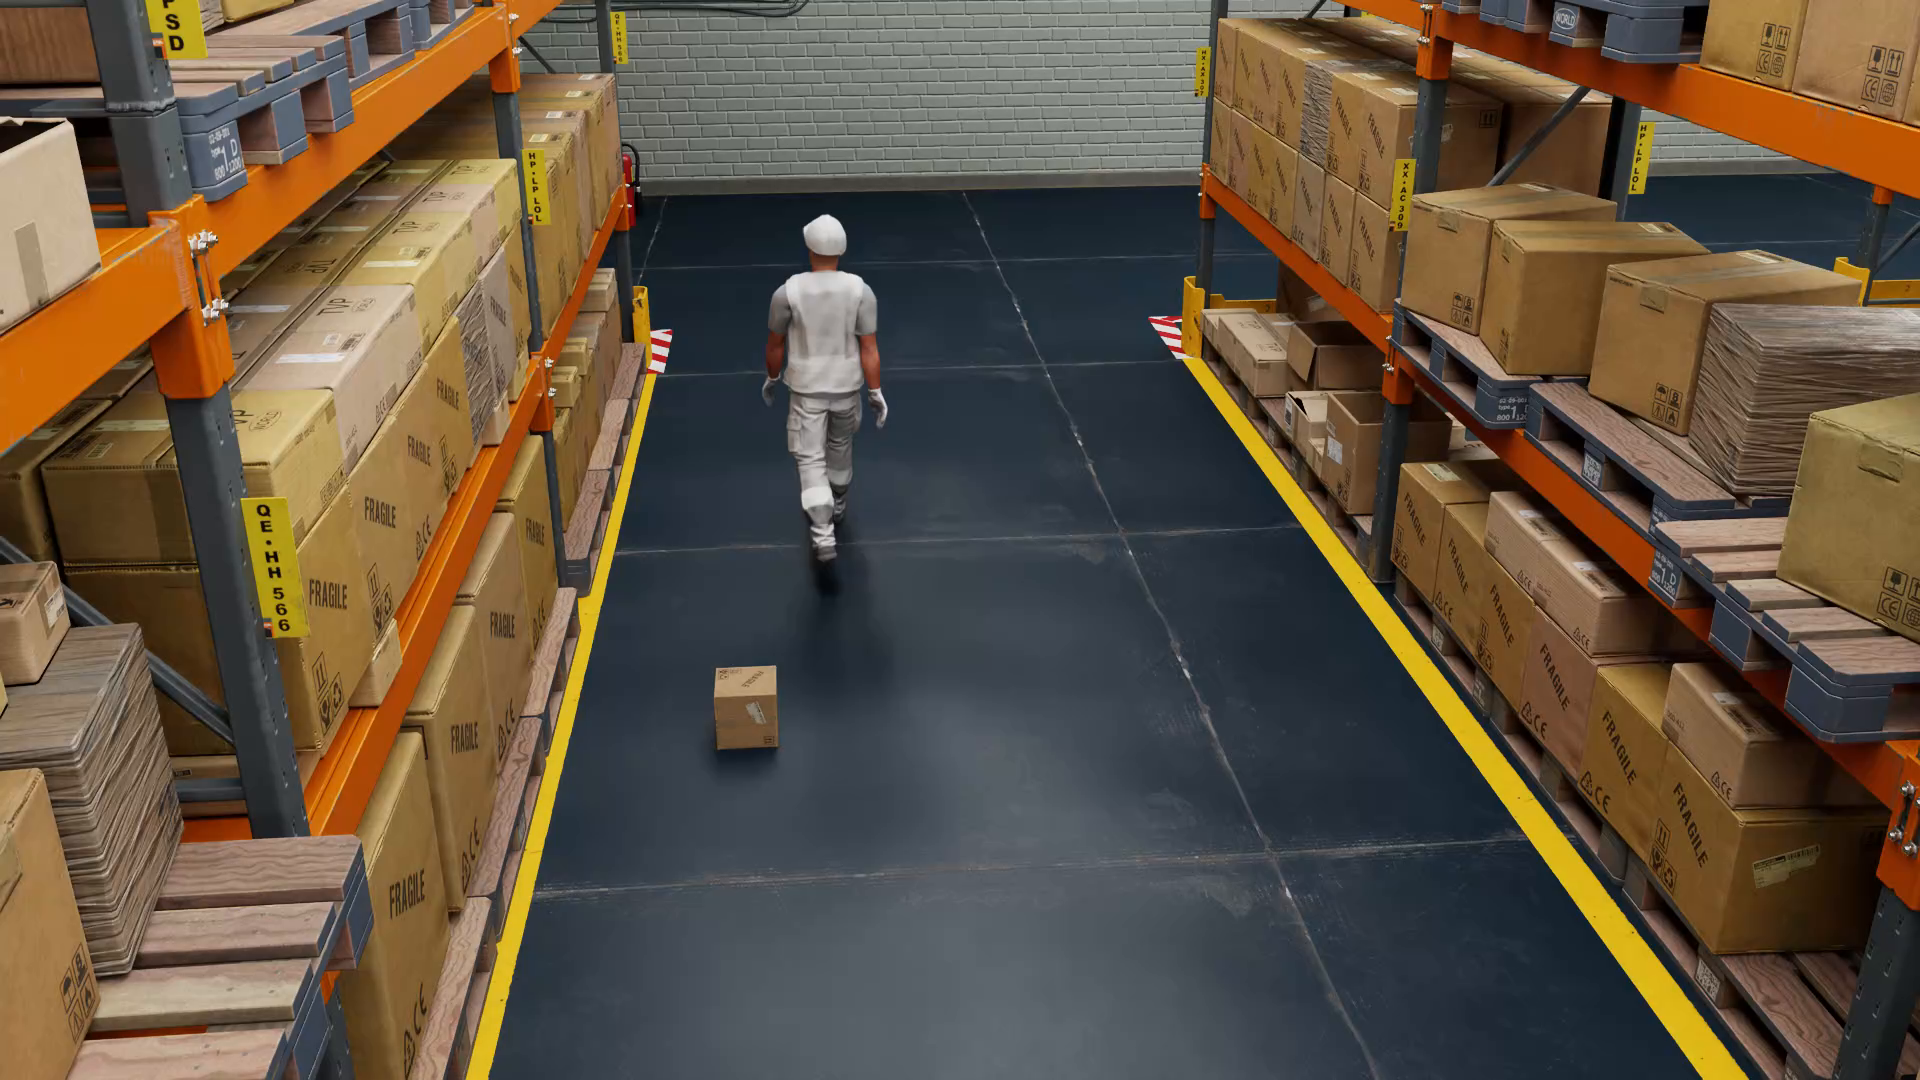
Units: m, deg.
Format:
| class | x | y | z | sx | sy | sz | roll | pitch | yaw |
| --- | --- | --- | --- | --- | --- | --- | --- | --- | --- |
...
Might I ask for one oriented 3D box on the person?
| class | x | y | z | sx | sy | sz | roll | pitch | yaw |
| --- | --- | --- | --- | --- | --- | --- | --- | --- | --- |
| person | -0.690 | -0.782 | 8.386 | 0.585 | 1.742 | 1.073 | -6 | 24 | -13 |
